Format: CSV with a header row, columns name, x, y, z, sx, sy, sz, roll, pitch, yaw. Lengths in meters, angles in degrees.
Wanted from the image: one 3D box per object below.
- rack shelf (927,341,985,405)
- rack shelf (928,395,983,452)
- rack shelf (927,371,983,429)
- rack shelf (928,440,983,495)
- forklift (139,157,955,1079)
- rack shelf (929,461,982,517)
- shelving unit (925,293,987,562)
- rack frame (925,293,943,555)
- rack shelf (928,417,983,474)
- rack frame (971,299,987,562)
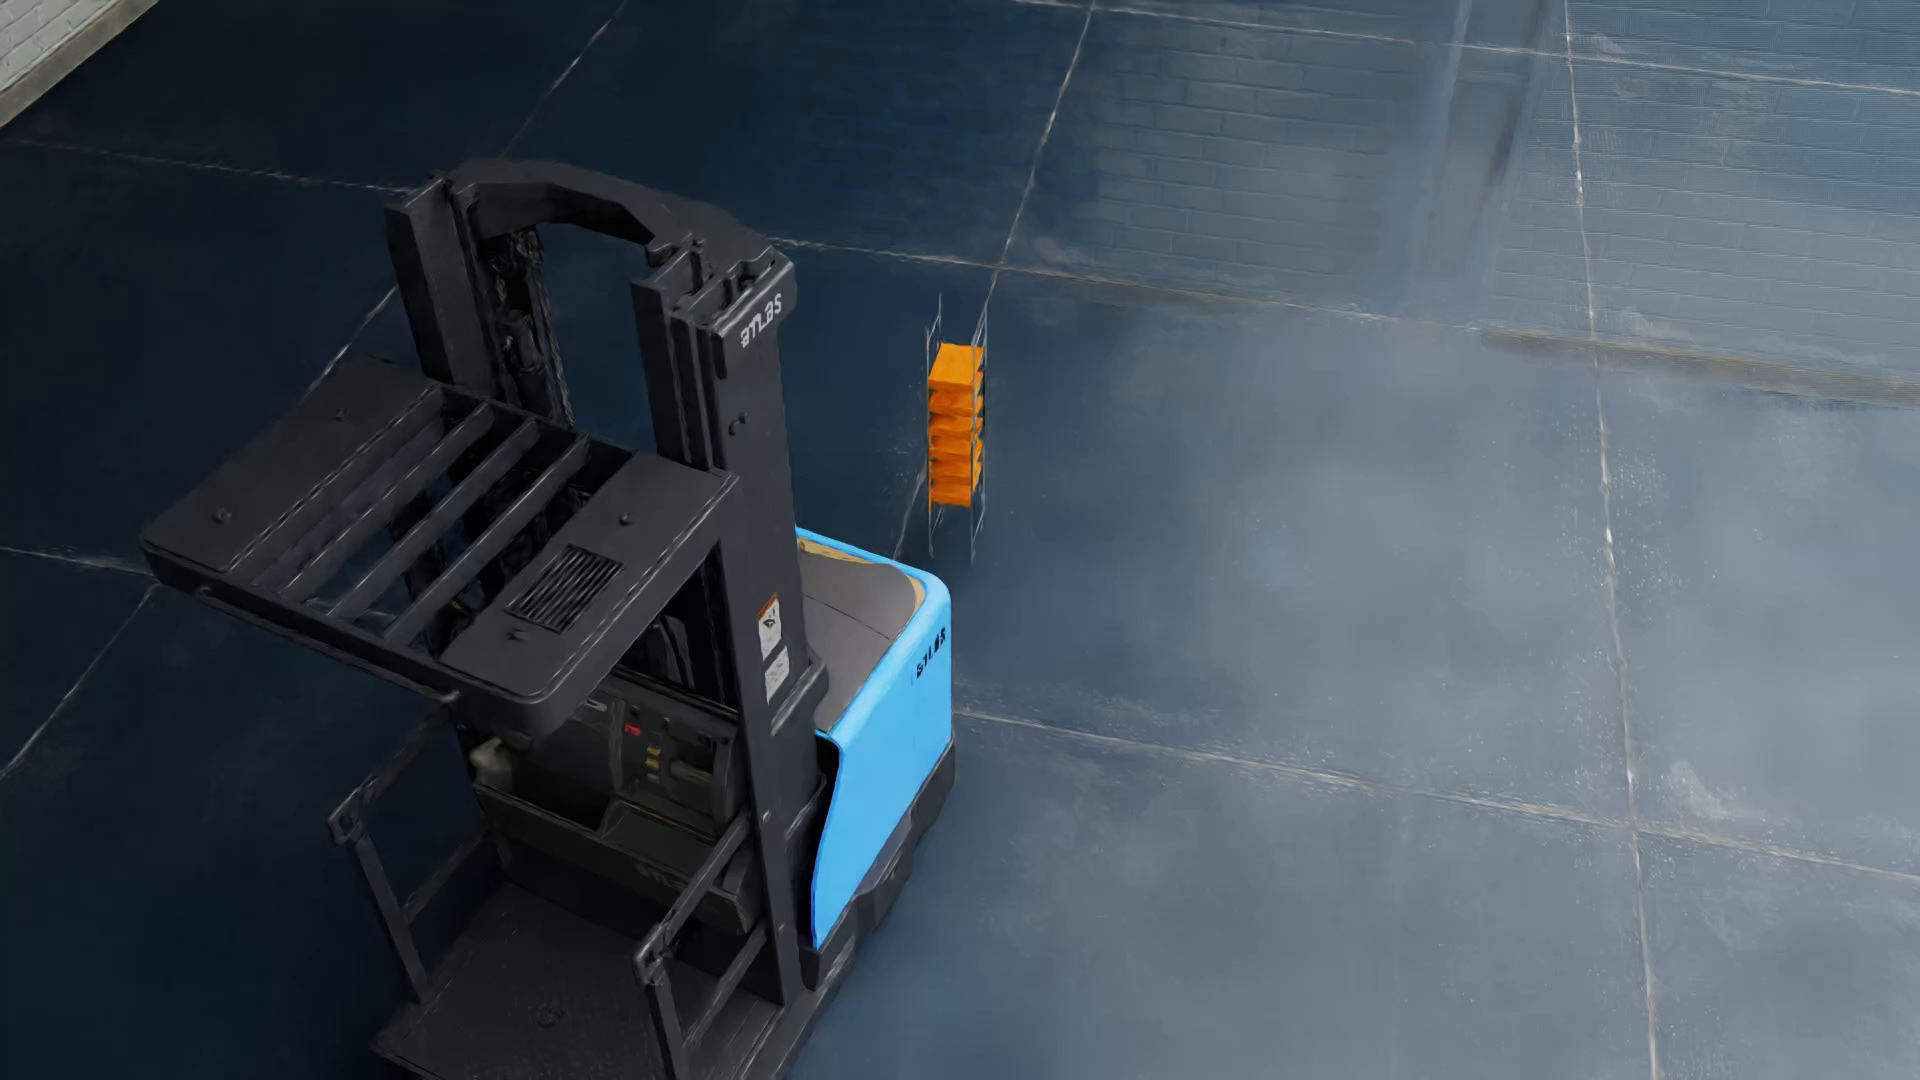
name,x,y,z,sx,sy,sz,roll,pitch,yaw
rack shelf,-0.014,-0.662,6.577,0.180,0.103,0.258,9,45,9
rack shelf,-0.014,-0.489,6.744,0.180,0.103,0.258,9,45,9
rack shelf,-0.014,-0.575,6.661,0.180,0.103,0.258,9,45,9
rack shelf,-0.014,-0.316,6.910,0.180,0.103,0.258,9,45,9
forklift,-1.119,0.620,4.452,1.130,2.935,3.031,19,47,18
rack shelf,-0.014,-0.230,6.993,0.180,0.103,0.258,9,45,9
shelving unit,-0.014,-0.434,6.796,0.189,1.200,0.258,9,45,9
rack frame,-0.103,-0.448,6.811,0.006,1.200,0.240,9,45,9
rack shelf,-0.014,-0.402,6.827,0.180,0.103,0.258,9,45,9
rack frame,0.075,-0.421,6.782,0.006,1.200,0.240,9,45,9
